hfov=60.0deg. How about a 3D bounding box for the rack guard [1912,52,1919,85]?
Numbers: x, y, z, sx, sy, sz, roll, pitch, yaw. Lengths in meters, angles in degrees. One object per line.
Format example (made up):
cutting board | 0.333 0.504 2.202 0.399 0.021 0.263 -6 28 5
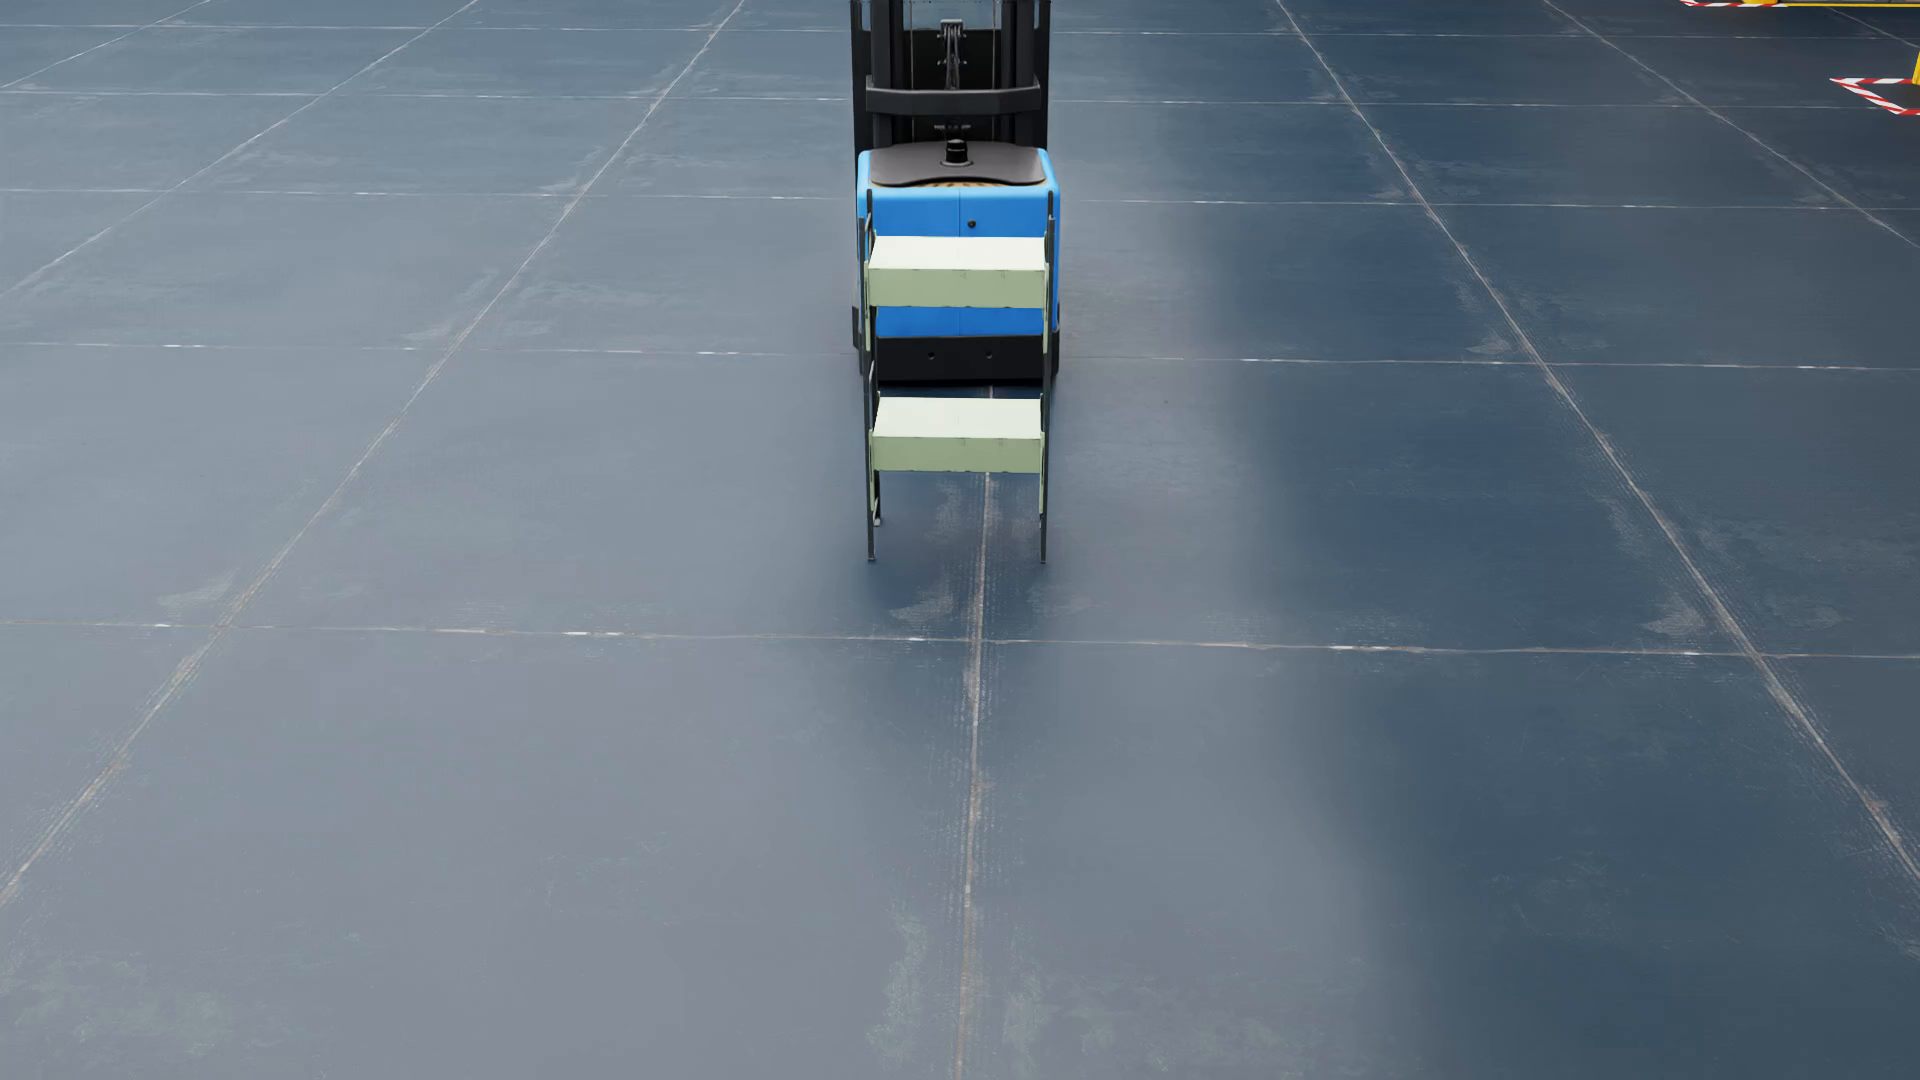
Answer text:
rack guard | 8.782 -4.117 14.483 0.348 0.500 1.175 1 28 2

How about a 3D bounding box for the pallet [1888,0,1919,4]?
pallet | 10.986 -6.293 18.895 1.213 0.211 1.003 1 28 2

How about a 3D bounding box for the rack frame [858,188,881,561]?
rack frame | -0.372 -0.669 6.910 0.023 1.500 0.400 1 28 2

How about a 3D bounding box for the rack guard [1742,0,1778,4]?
rack guard | 8.958 -6.458 18.898 0.348 0.500 1.175 1 28 2

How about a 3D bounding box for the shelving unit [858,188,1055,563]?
shelving unit | -0.007 -0.663 6.899 0.755 1.500 0.431 1 28 2

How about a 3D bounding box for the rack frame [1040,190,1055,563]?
rack frame | 0.359 -0.657 6.888 0.023 1.500 0.400 1 28 2

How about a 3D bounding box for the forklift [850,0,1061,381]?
forklift | -0.064 -2.777 9.358 1.130 2.935 3.031 -1 28 -2

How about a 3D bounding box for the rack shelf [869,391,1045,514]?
rack shelf | -0.007 -0.375 7.052 0.720 0.370 0.431 1 28 2

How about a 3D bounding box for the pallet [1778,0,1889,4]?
pallet | 9.770 -6.314 18.936 1.213 0.211 1.003 1 28 2

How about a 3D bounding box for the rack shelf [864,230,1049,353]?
rack shelf | -0.007 -1.008 6.716 0.720 0.370 0.431 1 28 2
